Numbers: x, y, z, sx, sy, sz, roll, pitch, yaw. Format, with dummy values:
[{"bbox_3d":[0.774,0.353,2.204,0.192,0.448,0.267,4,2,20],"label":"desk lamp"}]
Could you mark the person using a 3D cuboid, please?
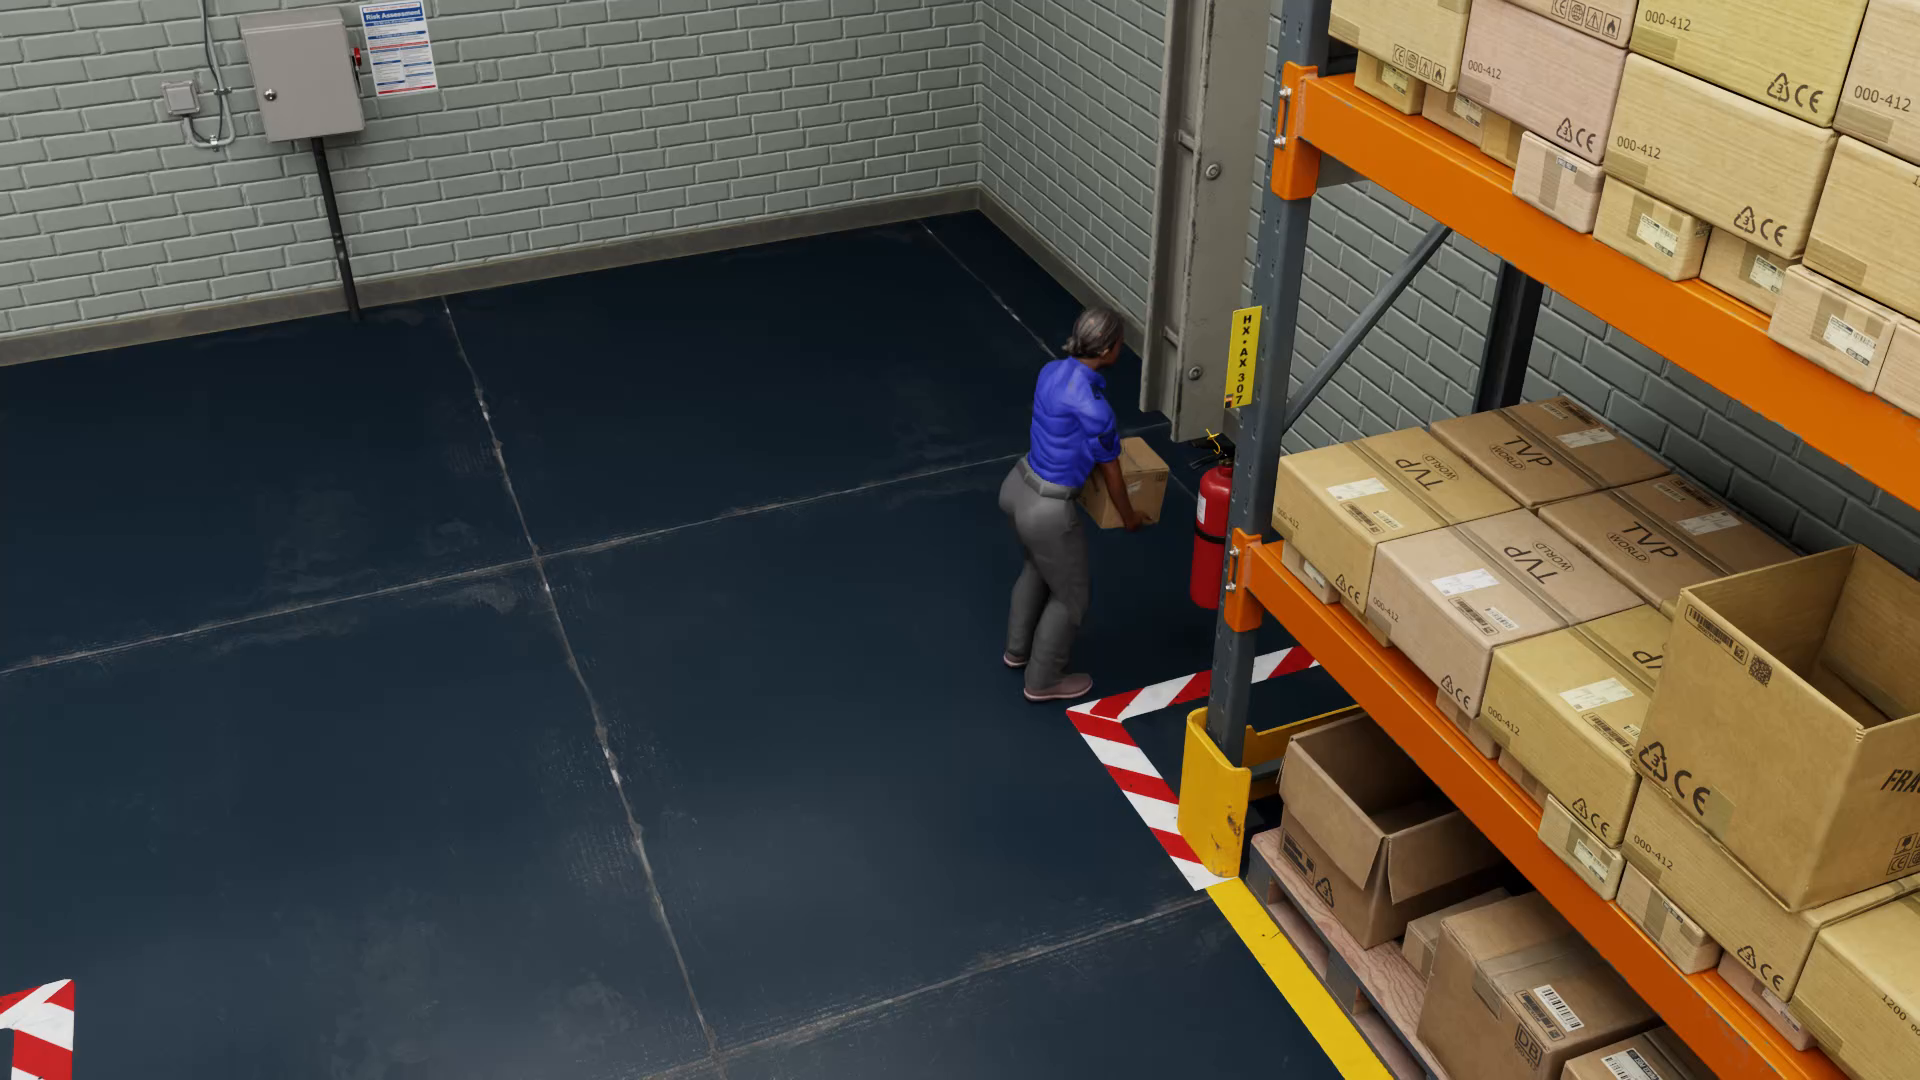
[{"bbox_3d":[0.430,-0.140,6.398,0.551,1.621,0.411,-13,36,-18],"label":"person"}]
